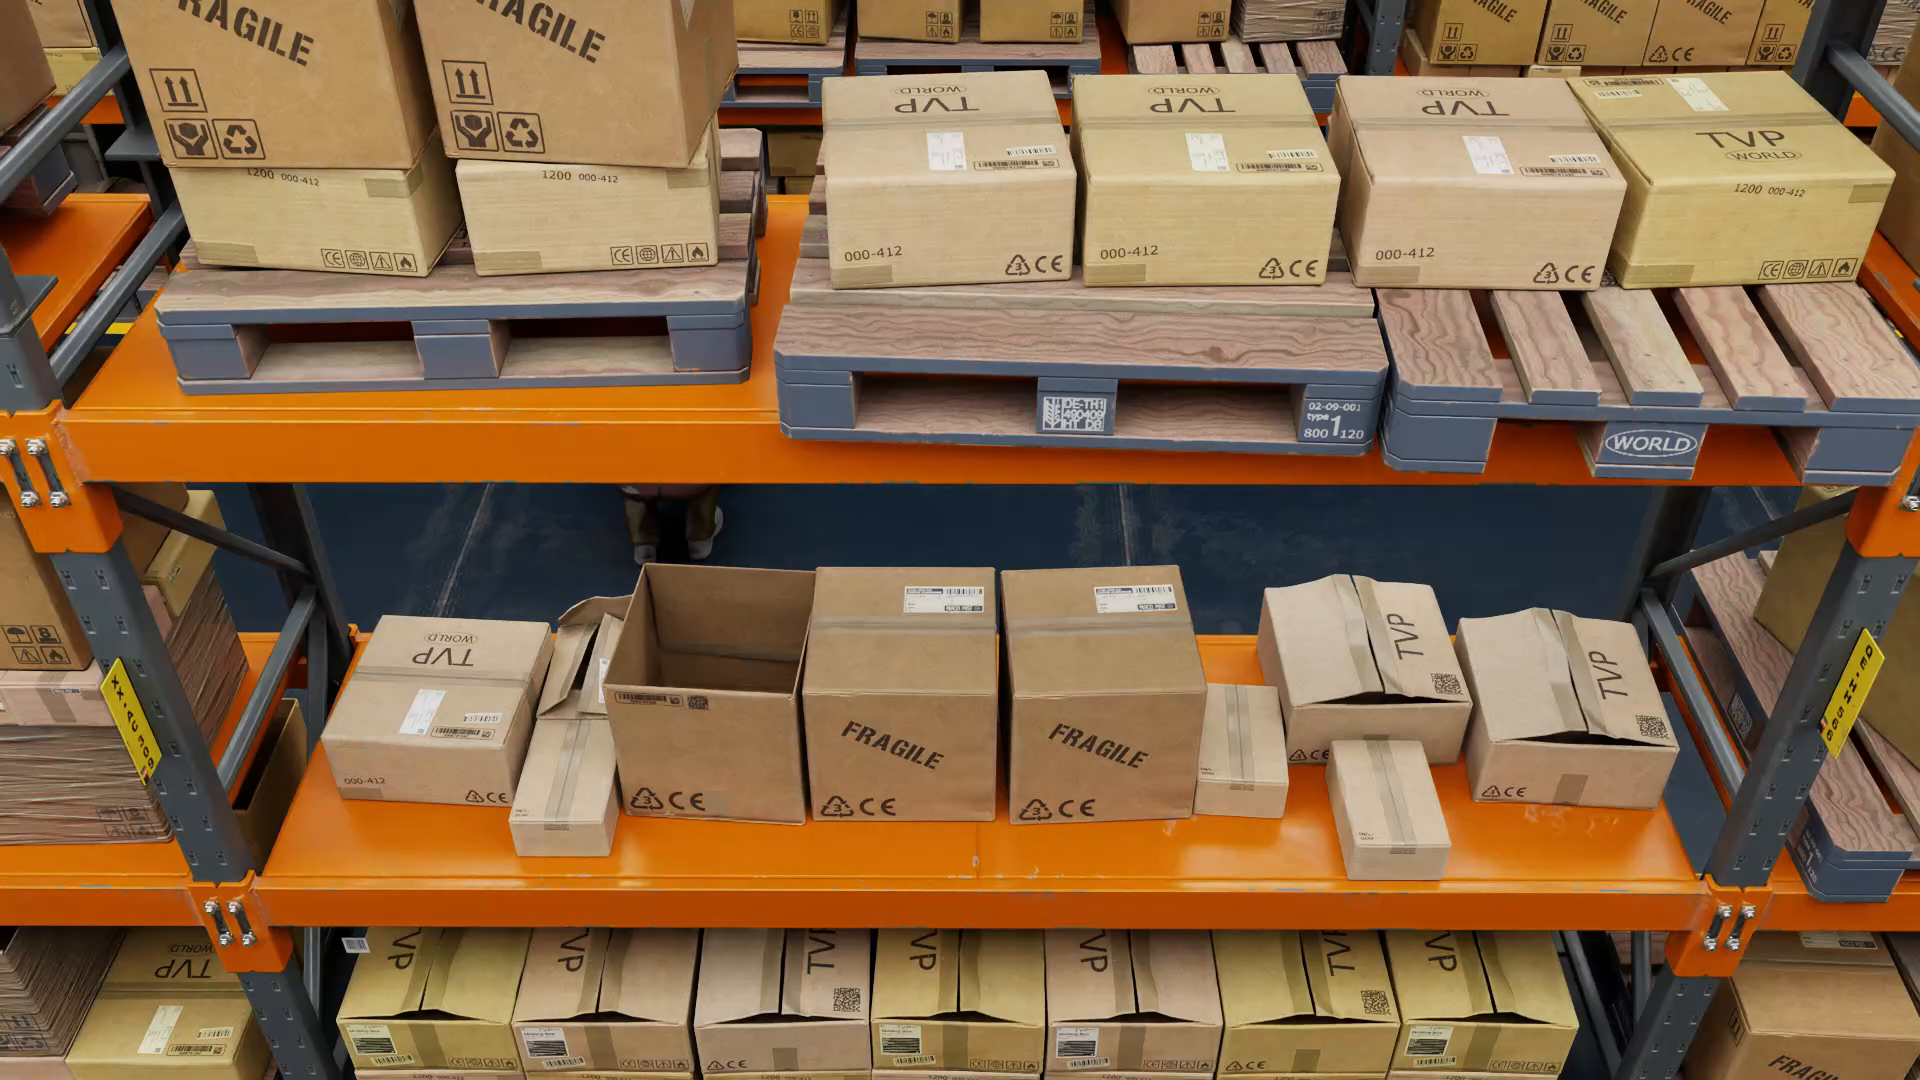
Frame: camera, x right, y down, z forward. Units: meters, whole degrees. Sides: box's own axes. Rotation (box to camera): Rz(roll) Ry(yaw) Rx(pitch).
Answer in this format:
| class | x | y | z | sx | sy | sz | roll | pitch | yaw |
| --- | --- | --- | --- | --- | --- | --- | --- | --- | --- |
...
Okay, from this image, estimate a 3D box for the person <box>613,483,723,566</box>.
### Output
| class | x | y | z | sx | sy | sz | roll | pitch | yaw |
| --- | --- | --- | --- | --- | --- | --- | --- | --- | --- |
| person | -1.286 | -0.382 | 7.435 | 0.574 | 0.811 | 0.940 | -1 | 39 | -1 |
